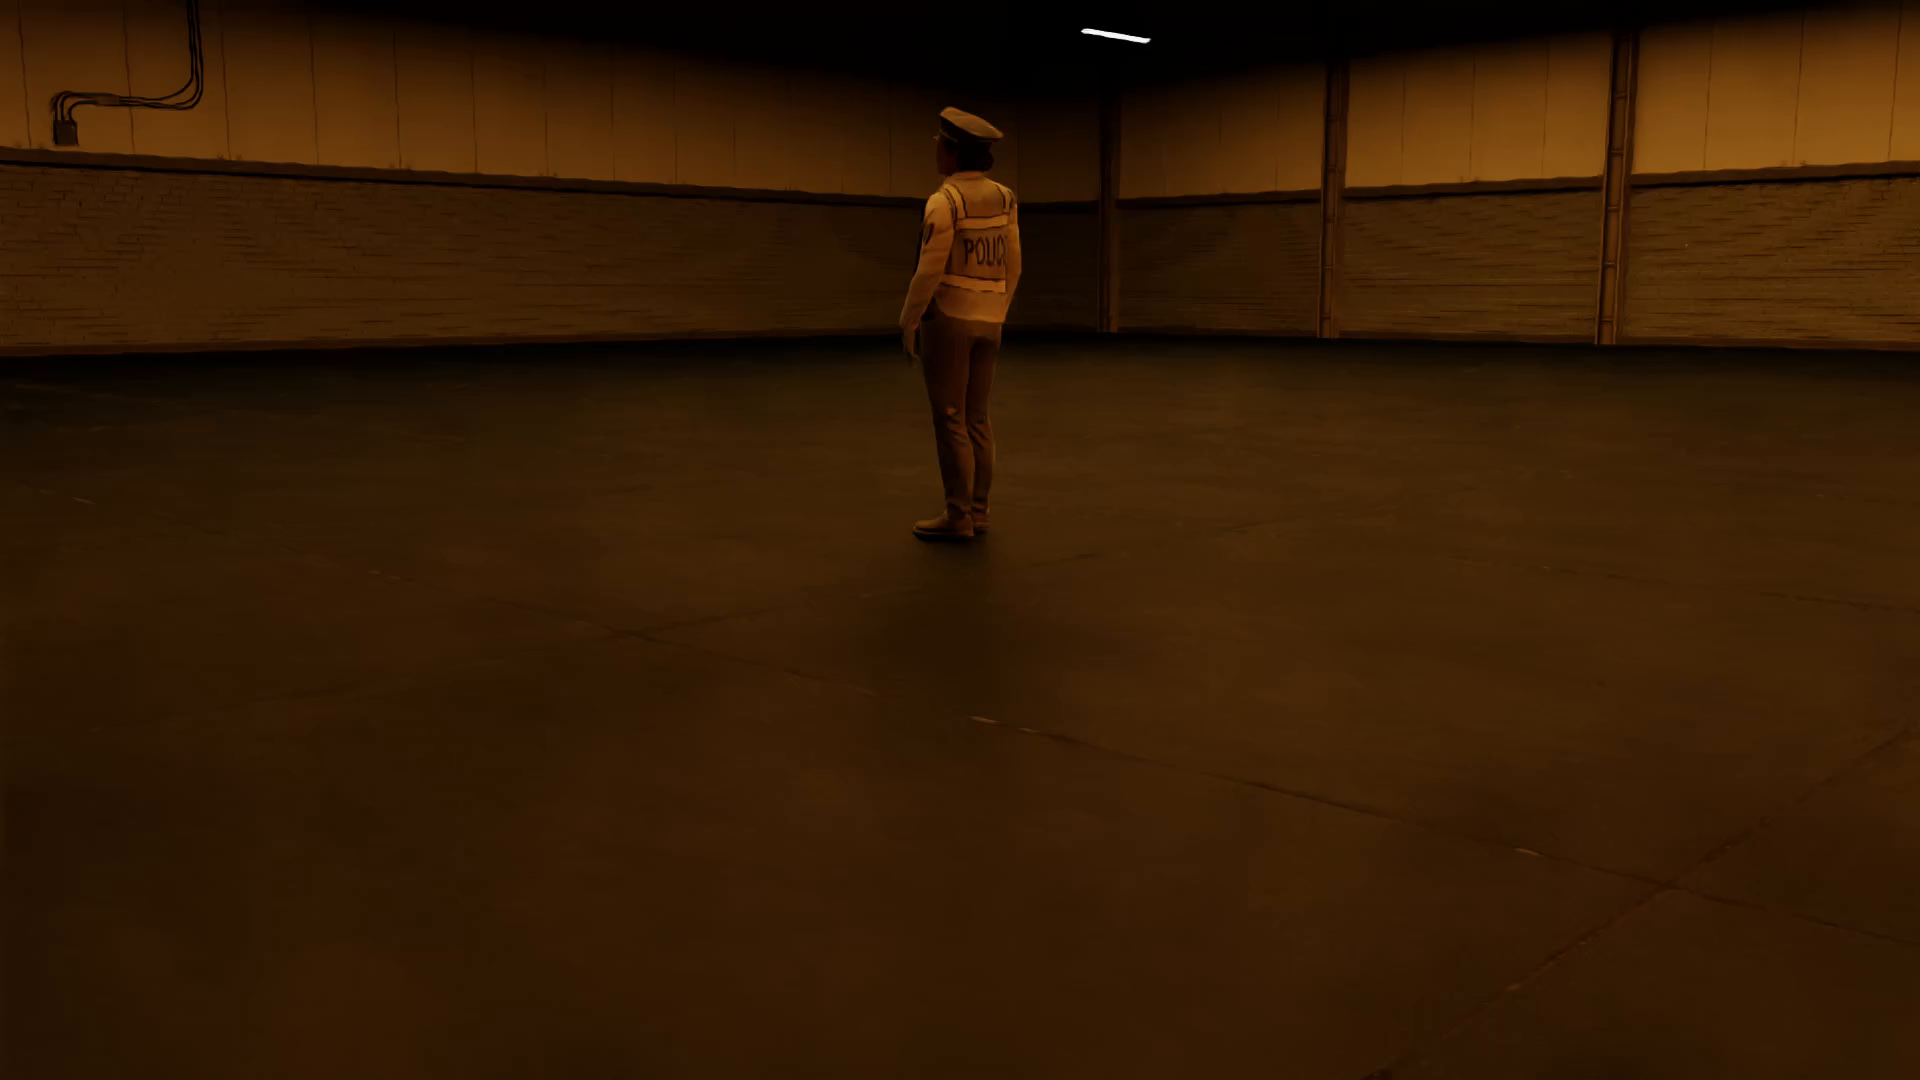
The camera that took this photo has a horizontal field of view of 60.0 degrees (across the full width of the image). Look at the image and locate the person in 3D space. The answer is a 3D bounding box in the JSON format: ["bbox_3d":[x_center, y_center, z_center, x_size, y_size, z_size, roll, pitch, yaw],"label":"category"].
[{"bbox_3d":[-0.044,-0.853,6.642,0.533,1.695,0.586,8,12,43],"label":"person"}]
